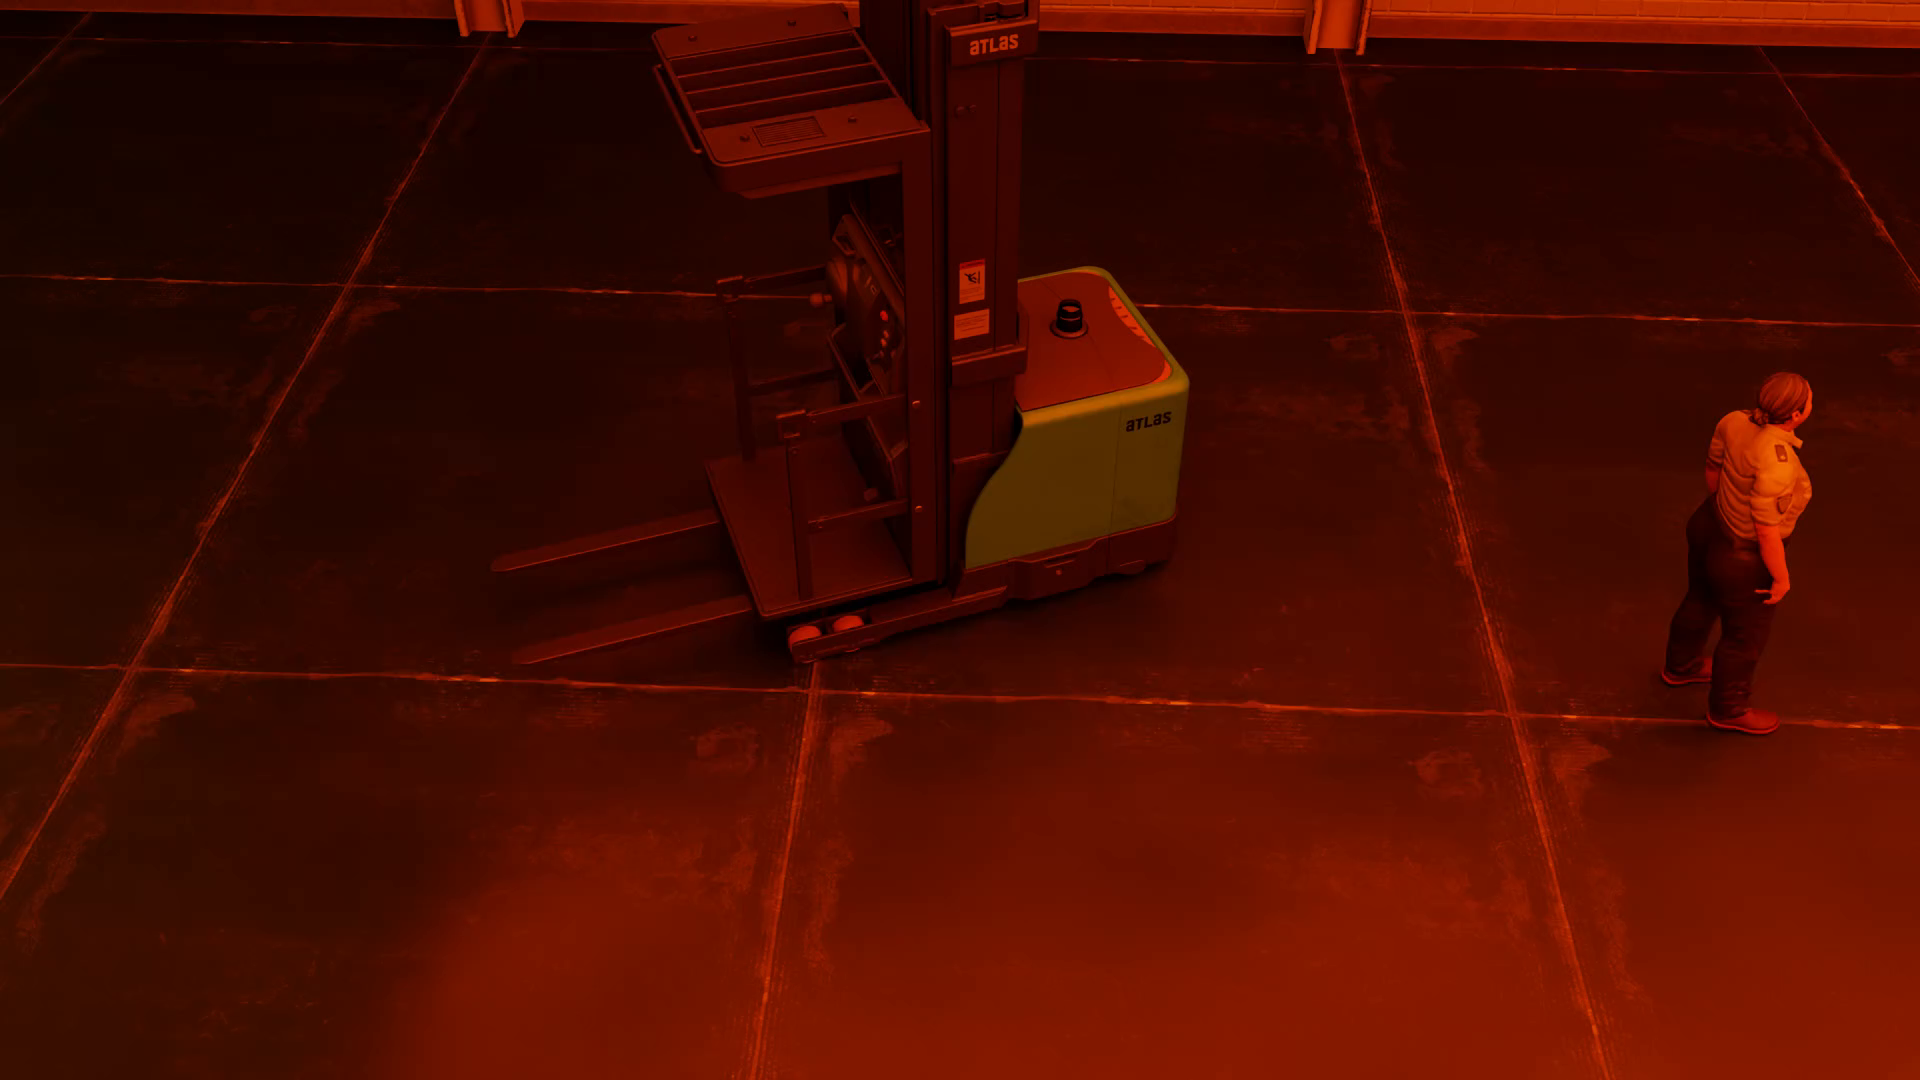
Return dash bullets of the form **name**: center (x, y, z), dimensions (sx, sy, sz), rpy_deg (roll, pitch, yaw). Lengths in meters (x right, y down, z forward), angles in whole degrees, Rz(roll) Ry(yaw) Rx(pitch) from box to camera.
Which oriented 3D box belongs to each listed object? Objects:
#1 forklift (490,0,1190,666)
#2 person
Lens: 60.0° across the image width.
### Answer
- **forklift**: center (-0.573, -0.945, 6.778), dimensions (3.031, 2.935, 1.130), rpy_deg (-13, 44, -14)
- **person**: center (3.199, 0.029, 6.655), dimensions (0.493, 1.654, 0.588), rpy_deg (-4, 43, -4)
